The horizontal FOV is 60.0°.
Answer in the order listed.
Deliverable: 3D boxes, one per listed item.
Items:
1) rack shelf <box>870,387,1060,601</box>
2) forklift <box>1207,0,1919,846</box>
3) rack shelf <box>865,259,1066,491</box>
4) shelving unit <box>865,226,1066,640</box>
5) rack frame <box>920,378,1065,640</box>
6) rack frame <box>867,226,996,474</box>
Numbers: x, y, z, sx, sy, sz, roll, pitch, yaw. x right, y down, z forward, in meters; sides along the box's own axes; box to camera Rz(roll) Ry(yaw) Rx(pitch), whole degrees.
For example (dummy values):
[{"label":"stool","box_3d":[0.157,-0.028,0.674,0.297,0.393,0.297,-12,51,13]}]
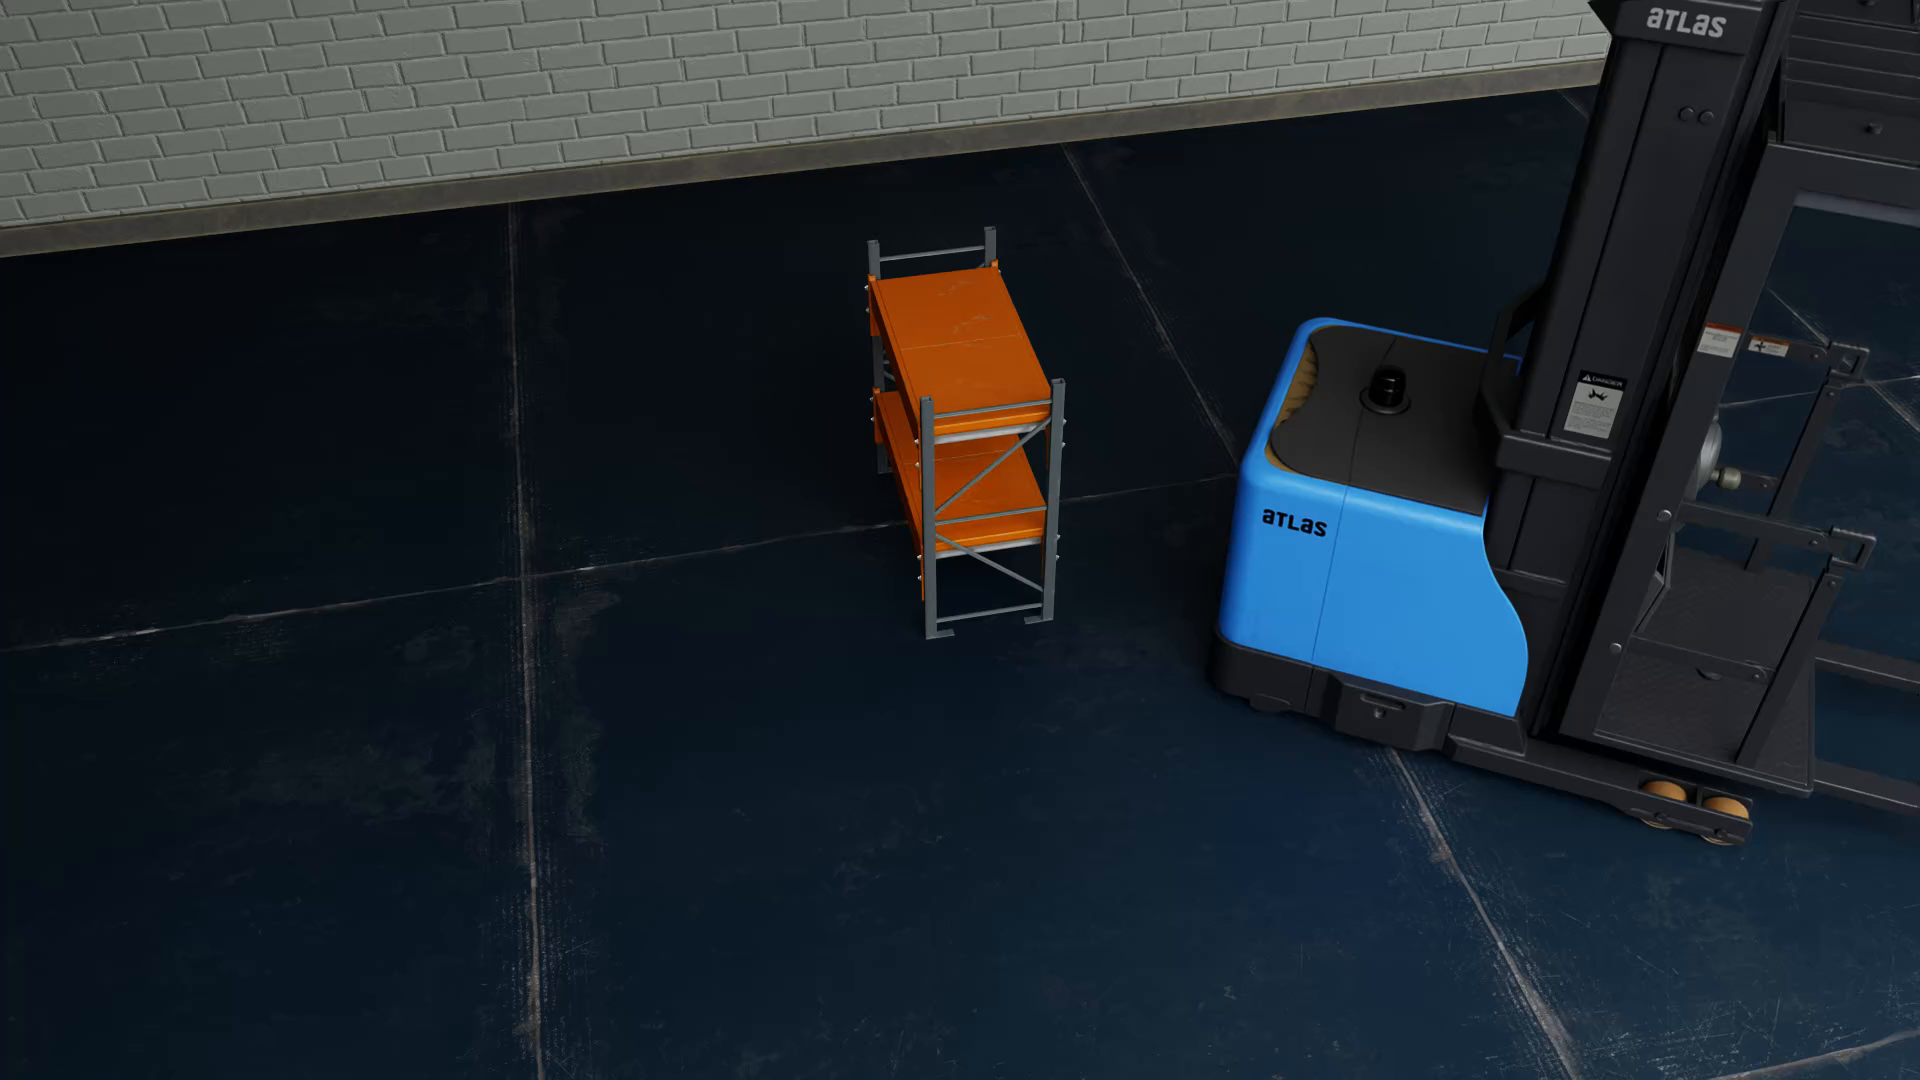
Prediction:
[{"label":"rack shelf","box_3d":[0.001,-0.233,6.534,0.538,0.278,1.000,-8,42,-9]},{"label":"forklift","box_3d":[2.475,-0.472,5.074,3.031,2.935,1.130,14,44,16]},{"label":"rack shelf","box_3d":[0.001,-0.635,6.177,0.538,0.278,1.000,-8,42,-9]},{"label":"shelving unit","box_3d":[0.001,-0.416,6.372,0.538,1.125,1.048,-8,42,-9]},{"label":"rack frame","box_3d":[0.111,-0.087,6.000,0.500,1.125,0.032,-8,42,-9]},{"label":"rack frame","box_3d":[-0.108,-0.746,6.743,0.500,1.125,0.032,-8,42,-9]}]
